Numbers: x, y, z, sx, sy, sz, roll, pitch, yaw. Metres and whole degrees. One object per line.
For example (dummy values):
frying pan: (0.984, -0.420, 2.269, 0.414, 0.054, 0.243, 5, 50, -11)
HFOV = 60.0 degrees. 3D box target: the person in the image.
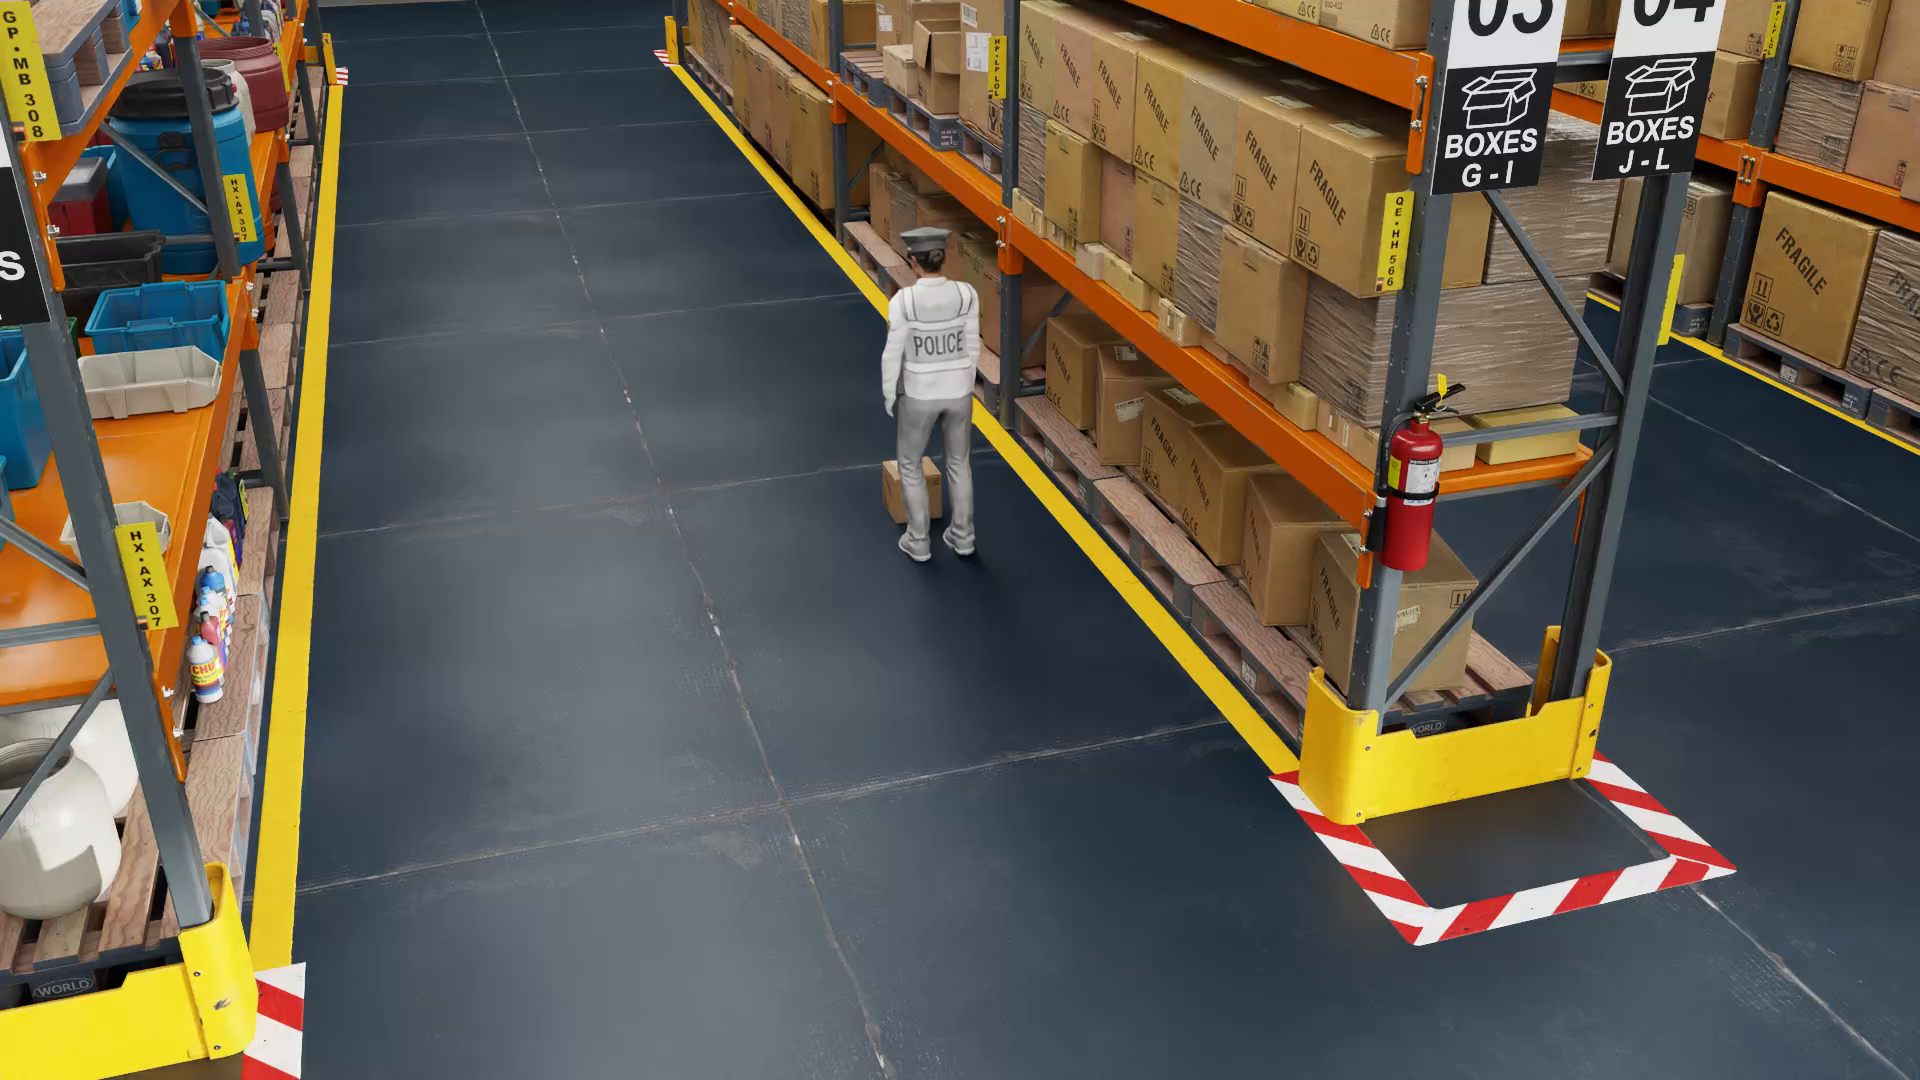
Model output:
person: (-0.142, -0.685, 8.012, 0.481, 1.655, 0.366, -8, 27, -15)
